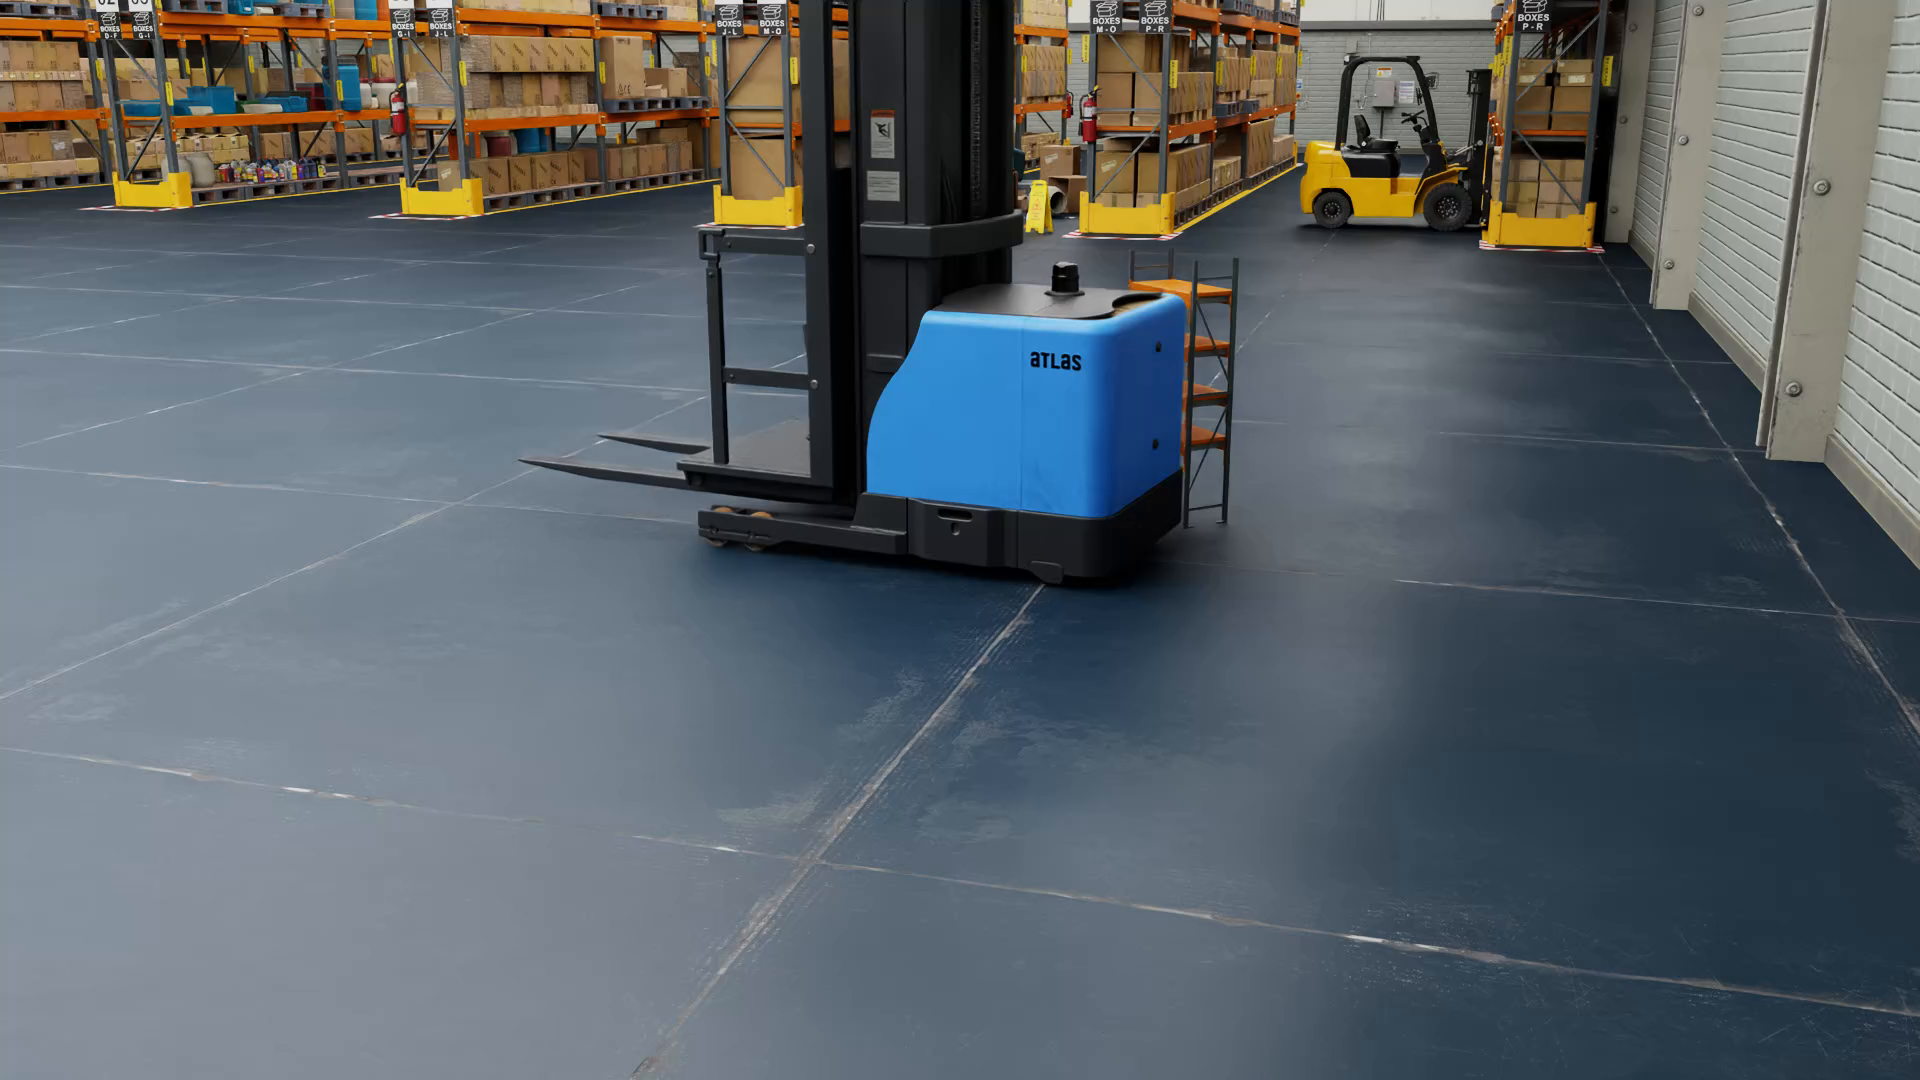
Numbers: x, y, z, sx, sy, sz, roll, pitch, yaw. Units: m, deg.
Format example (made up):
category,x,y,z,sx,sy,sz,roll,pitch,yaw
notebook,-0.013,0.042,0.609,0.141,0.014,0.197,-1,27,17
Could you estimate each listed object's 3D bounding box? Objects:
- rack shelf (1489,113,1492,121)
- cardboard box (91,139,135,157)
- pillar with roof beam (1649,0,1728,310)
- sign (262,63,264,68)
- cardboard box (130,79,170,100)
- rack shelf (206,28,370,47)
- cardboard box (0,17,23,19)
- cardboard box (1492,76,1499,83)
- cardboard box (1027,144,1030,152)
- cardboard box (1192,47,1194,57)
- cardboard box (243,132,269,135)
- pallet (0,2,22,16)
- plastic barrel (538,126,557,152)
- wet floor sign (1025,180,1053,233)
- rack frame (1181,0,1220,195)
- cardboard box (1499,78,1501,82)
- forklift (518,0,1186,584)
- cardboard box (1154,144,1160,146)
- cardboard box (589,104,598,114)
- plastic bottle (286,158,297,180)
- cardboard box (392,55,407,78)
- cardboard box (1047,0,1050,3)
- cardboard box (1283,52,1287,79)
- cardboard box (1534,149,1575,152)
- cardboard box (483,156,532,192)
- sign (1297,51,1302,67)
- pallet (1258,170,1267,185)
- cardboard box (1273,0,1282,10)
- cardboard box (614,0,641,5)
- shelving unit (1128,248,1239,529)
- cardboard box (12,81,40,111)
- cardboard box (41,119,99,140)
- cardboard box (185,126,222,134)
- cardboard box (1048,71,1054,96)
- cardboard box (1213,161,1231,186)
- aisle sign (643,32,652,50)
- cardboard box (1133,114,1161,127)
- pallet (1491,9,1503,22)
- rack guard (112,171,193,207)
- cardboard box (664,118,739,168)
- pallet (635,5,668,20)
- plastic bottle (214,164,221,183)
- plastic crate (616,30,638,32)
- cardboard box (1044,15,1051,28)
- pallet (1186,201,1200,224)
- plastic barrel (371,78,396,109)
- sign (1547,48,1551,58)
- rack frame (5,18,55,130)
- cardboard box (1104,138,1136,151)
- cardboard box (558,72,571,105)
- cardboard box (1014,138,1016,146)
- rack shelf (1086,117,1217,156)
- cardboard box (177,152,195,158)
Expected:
category,x,y,z,sx,sy,sz,roll,pitch,yaw
rack shelf,10.826,-8.257,32.263,1.077,0.370,4.000,5,16,16
cardboard box,-15.418,-7.147,30.270,0.500,0.311,0.500,5,16,16
pillar with roof beam,2.077,-6.703,14.471,9.100,9.000,0.400,5,16,16
sign,-17.645,-11.931,42.164,0.100,0.325,0.005,5,16,16
cardboard box,-15.248,-8.425,31.354,0.500,0.500,0.500,5,16,16
rack shelf,-14.069,-10.576,34.939,1.077,0.370,4.000,5,16,16
cardboard box,-19.334,-10.539,33.618,0.500,0.311,0.500,5,16,16
cardboard box,9.407,-7.727,28.115,0.797,0.503,0.637,4,16,15
cardboard box,1.233,-8.075,34.213,0.380,0.149,0.250,4,16,13
cardboard box,3.377,-7.470,25.481,0.380,0.149,0.250,4,16,13
cardboard box,-14.597,-8.227,34.613,0.500,0.500,0.500,5,17,18
pallet,-16.340,-8.766,27.403,1.003,0.211,1.213,5,16,16
plastic barrel,-8.924,-8.668,35.469,0.600,0.901,0.708,5,16,16
wet floor sign,1.007,-4.225,21.044,0.267,0.644,0.232,11,19,35
rack frame,3.224,-6.371,24.295,1.000,3.000,0.127,5,16,16
cardboard box,8.204,-6.866,24.667,0.380,0.149,0.250,4,16,14
forklift,-0.580,-1.486,7.197,3.031,2.935,1.130,7,17,24
cardboard box,2.657,-5.337,23.543,0.500,0.500,0.500,5,17,18
cardboard box,-6.057,-6.940,26.760,0.380,0.149,0.250,5,16,16
plastic bottle,-11.079,-6.135,27.512,0.144,0.351,0.185,5,16,16
cardboard box,-12.951,-10.767,37.778,0.500,0.500,0.500,4,16,14
cardboard box,1.653,-11.229,34.552,0.380,0.149,0.250,5,17,17
cardboard box,6.171,-9.364,32.830,0.500,0.500,0.500,5,17,17
cardboard box,7.900,-5.070,22.144,0.500,0.250,0.500,4,16,15
cardboard box,-6.887,-5.576,25.303,0.500,0.500,0.500,6,17,21
sign,7.151,-10.136,35.012,0.100,0.325,0.005,5,16,16
pallet,5.006,-6.595,30.193,1.003,0.211,1.213,5,16,16
cardboard box,5.866,-10.343,31.665,0.500,0.500,0.500,5,17,17
cardboard box,-5.782,-9.196,27.799,0.797,0.503,0.637,5,17,18
shelving unit,0.998,-0.704,7.611,0.258,1.200,0.503,-8,18,-27
cardboard box,-16.184,-7.571,28.341,0.700,0.500,0.500,5,17,17
cardboard box,-19.053,-8.689,35.635,0.750,0.750,0.750,4,16,15
cardboard box,-17.940,-9.572,39.391,0.700,0.500,0.500,5,17,17
cardboard box,1.692,-9.654,35.140,0.500,0.500,0.500,5,16,16
cardboard box,3.768,-5.817,26.386,0.950,0.372,0.625,5,17,18
aisle sign,-7.315,-11.910,39.058,0.394,0.787,0.004,5,16,16
cardboard box,2.382,-5.277,20.896,0.380,0.149,0.250,5,16,16
pallet,10.005,-9.268,29.354,1.213,0.211,1.003,5,16,16
rack guard,-12.186,-5.298,25.093,1.175,0.500,0.348,5,16,16
cardboard box,-4.925,-7.545,31.557,1.225,0.875,0.875,4,16,13
pallet,-5.708,-8.917,28.118,1.213,0.211,1.003,5,16,16
plastic bottle,-12.046,-5.929,26.906,0.061,0.283,0.133,5,17,17
plastic crate,-7.622,-11.724,38.058,0.450,0.188,0.336,5,16,16
cardboard box,1.560,-10.696,34.320,0.500,0.250,0.500,5,17,18
pallet,2.722,-4.531,22.917,1.003,0.211,1.213,5,16,16
plastic barrel,-10.335,-8.014,29.839,0.433,0.535,0.433,0,16,0
sign,11.921,-9.788,33.638,0.100,0.325,0.005,5,16,16
rack frame,-19.388,-9.338,34.756,1.000,3.000,0.127,5,16,16
cardboard box,2.105,-5.208,21.899,0.380,0.149,0.250,5,17,17
cardboard box,-6.640,-7.090,26.100,0.875,0.500,0.500,5,16,16
cardboard box,1.019,-8.012,33.445,0.380,0.149,0.250,5,17,18
rack shelf,2.656,-5.502,22.548,1.077,0.370,4.000,5,16,16
cardboard box,-14.985,-7.277,31.757,0.500,0.250,0.500,5,17,17
